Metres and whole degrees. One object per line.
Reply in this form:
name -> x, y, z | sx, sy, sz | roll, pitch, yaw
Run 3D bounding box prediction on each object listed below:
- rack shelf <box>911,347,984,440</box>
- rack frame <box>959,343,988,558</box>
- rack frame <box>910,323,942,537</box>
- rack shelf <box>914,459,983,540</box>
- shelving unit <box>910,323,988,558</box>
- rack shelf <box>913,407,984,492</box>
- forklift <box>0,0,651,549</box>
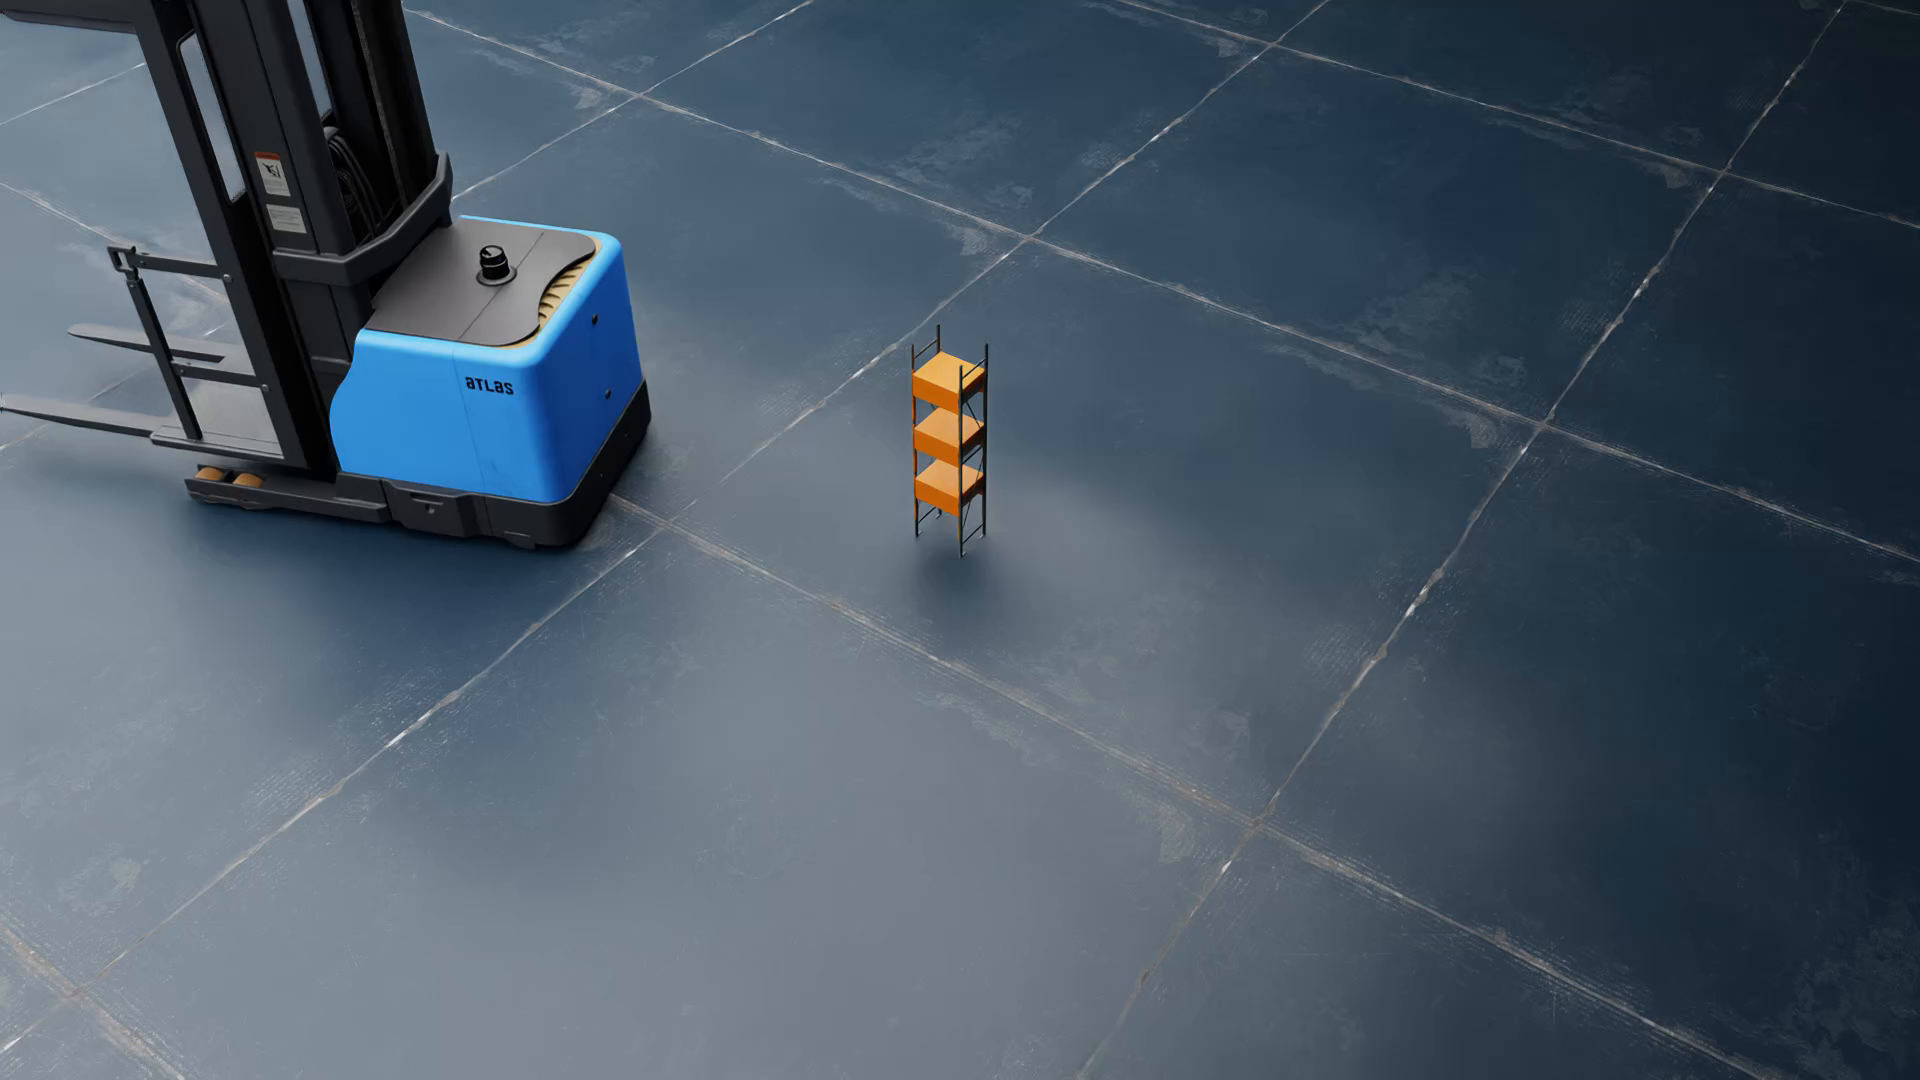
rack shelf -> -0.044, -0.615, 6.989 | 0.240, 0.259, 0.215 | 25, 48, 25
rack frame -> 0.056, -0.365, 7.119 | 0.008, 1.050, 0.200 | 25, 48, 25
rack frame -> -0.144, -0.458, 7.223 | 0.008, 1.050, 0.200 | 25, 48, 25
rack shelf -> -0.044, -0.197, 7.364 | 0.240, 0.259, 0.215 | 25, 48, 25
shelving unit -> -0.044, -0.412, 7.171 | 0.252, 1.050, 0.215 | 25, 48, 25
rack shelf -> -0.044, -0.404, 7.178 | 0.240, 0.259, 0.215 | 25, 48, 25
forklift -> -3.066, -1.565, 7.050 | 3.031, 2.935, 1.130 | 9, 43, 10
